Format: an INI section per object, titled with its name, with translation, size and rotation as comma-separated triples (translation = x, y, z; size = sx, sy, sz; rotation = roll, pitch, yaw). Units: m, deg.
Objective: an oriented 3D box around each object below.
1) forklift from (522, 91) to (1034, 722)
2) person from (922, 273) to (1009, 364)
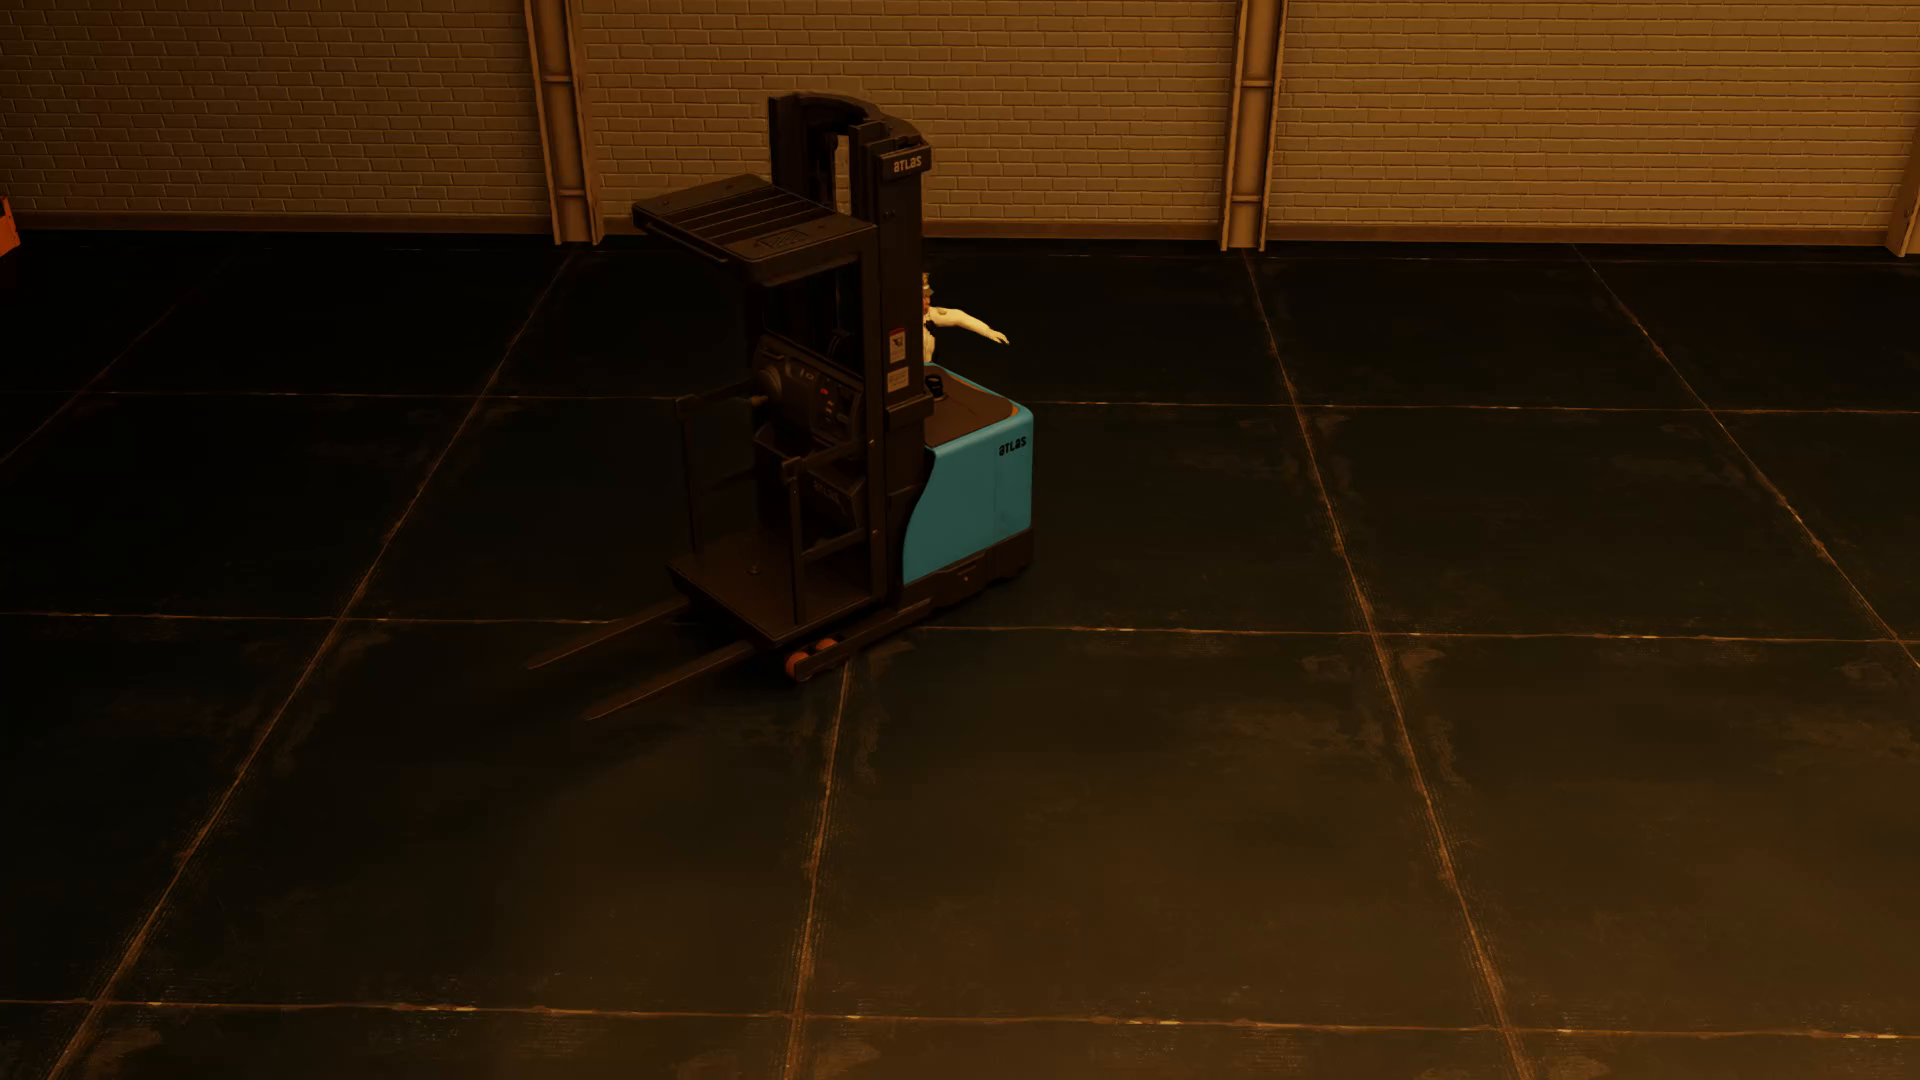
[forklift]
translation = -0.996, -0.781, 8.938
size = 3.031, 2.935, 1.130
rotation = -24, 38, -35
[person]
translation = -0.127, -0.970, 10.635
size = 0.780, 1.442, 1.010
rotation = 15, 34, 24
